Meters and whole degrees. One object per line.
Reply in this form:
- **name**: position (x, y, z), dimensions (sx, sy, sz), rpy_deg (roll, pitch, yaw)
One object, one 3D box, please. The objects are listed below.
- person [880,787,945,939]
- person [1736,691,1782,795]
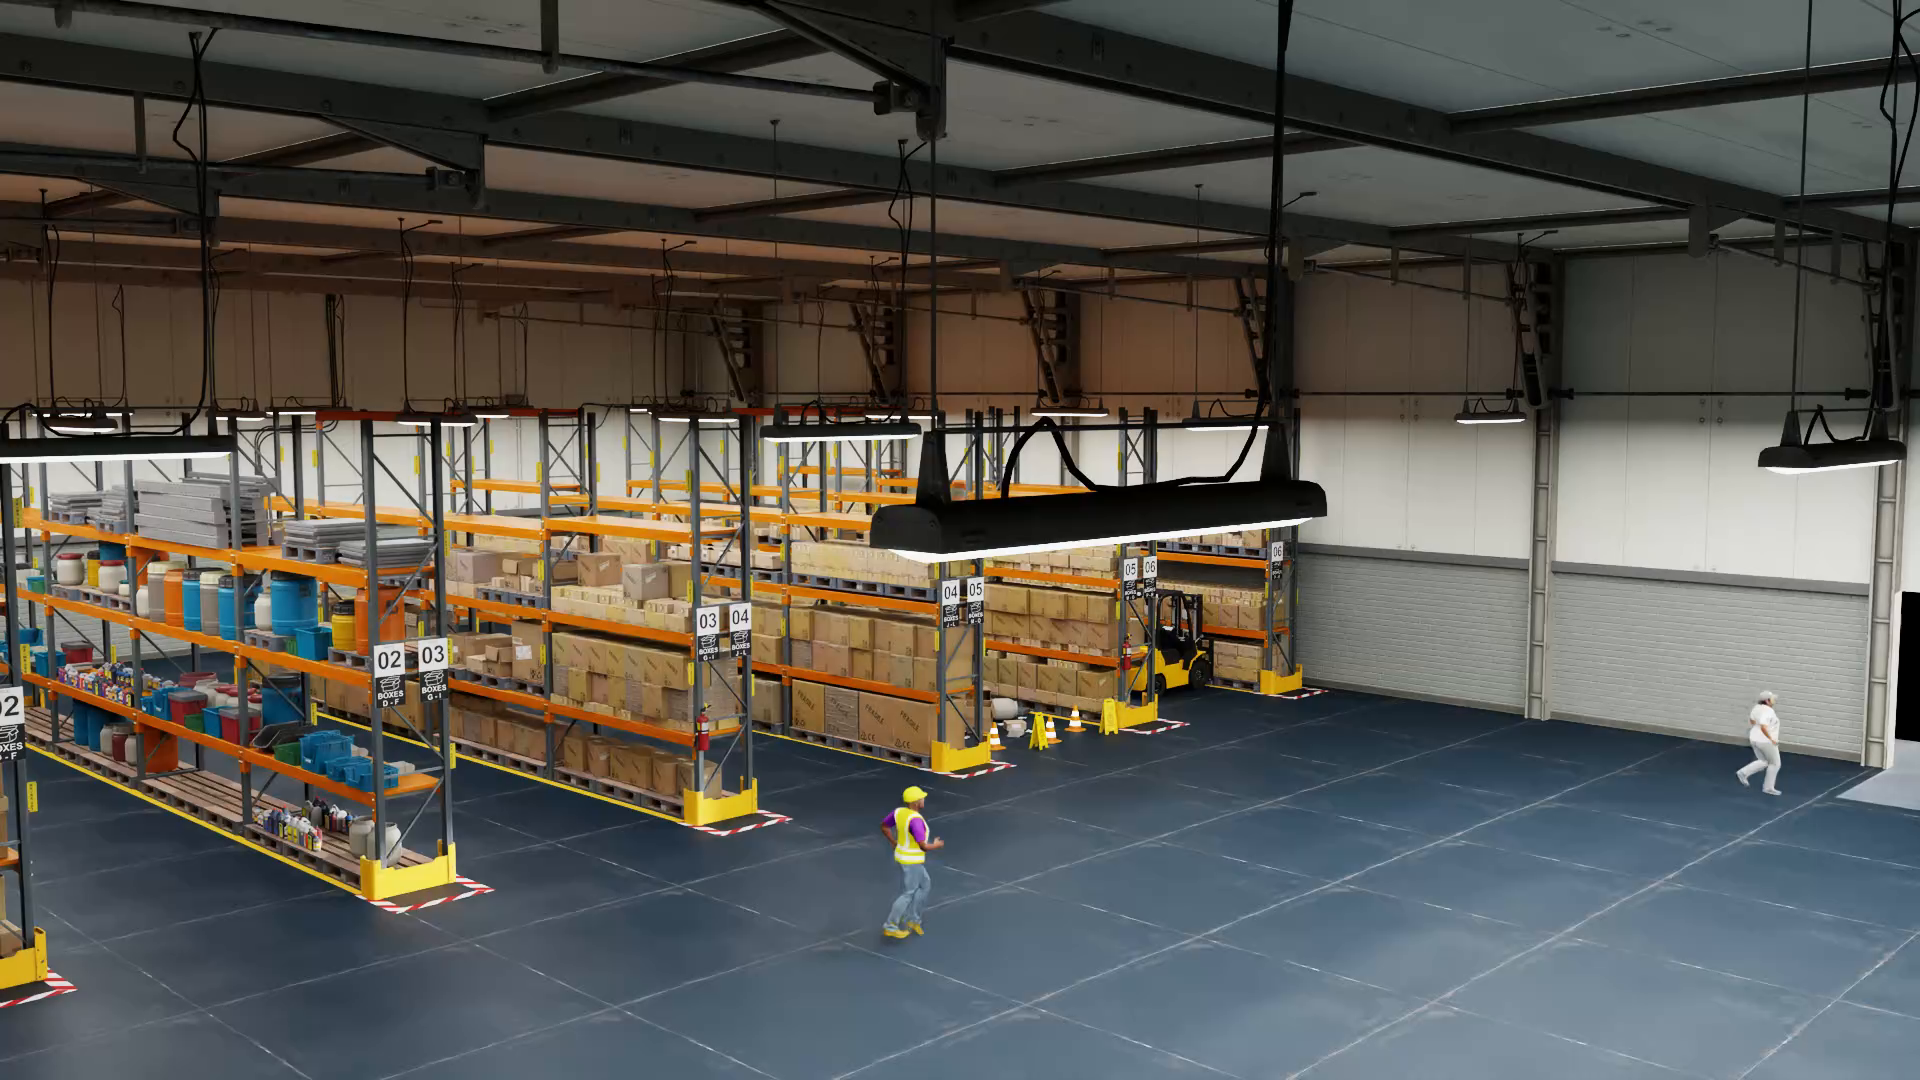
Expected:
- **person**: position (-0.561, 3.765, 19.283), dimensions (0.744, 1.840, 0.720), rpy_deg (-2, 5, -21)
- **person**: position (12.649, 3.200, 26.270), dimensions (0.705, 1.660, 0.602), rpy_deg (0, 5, 0)
